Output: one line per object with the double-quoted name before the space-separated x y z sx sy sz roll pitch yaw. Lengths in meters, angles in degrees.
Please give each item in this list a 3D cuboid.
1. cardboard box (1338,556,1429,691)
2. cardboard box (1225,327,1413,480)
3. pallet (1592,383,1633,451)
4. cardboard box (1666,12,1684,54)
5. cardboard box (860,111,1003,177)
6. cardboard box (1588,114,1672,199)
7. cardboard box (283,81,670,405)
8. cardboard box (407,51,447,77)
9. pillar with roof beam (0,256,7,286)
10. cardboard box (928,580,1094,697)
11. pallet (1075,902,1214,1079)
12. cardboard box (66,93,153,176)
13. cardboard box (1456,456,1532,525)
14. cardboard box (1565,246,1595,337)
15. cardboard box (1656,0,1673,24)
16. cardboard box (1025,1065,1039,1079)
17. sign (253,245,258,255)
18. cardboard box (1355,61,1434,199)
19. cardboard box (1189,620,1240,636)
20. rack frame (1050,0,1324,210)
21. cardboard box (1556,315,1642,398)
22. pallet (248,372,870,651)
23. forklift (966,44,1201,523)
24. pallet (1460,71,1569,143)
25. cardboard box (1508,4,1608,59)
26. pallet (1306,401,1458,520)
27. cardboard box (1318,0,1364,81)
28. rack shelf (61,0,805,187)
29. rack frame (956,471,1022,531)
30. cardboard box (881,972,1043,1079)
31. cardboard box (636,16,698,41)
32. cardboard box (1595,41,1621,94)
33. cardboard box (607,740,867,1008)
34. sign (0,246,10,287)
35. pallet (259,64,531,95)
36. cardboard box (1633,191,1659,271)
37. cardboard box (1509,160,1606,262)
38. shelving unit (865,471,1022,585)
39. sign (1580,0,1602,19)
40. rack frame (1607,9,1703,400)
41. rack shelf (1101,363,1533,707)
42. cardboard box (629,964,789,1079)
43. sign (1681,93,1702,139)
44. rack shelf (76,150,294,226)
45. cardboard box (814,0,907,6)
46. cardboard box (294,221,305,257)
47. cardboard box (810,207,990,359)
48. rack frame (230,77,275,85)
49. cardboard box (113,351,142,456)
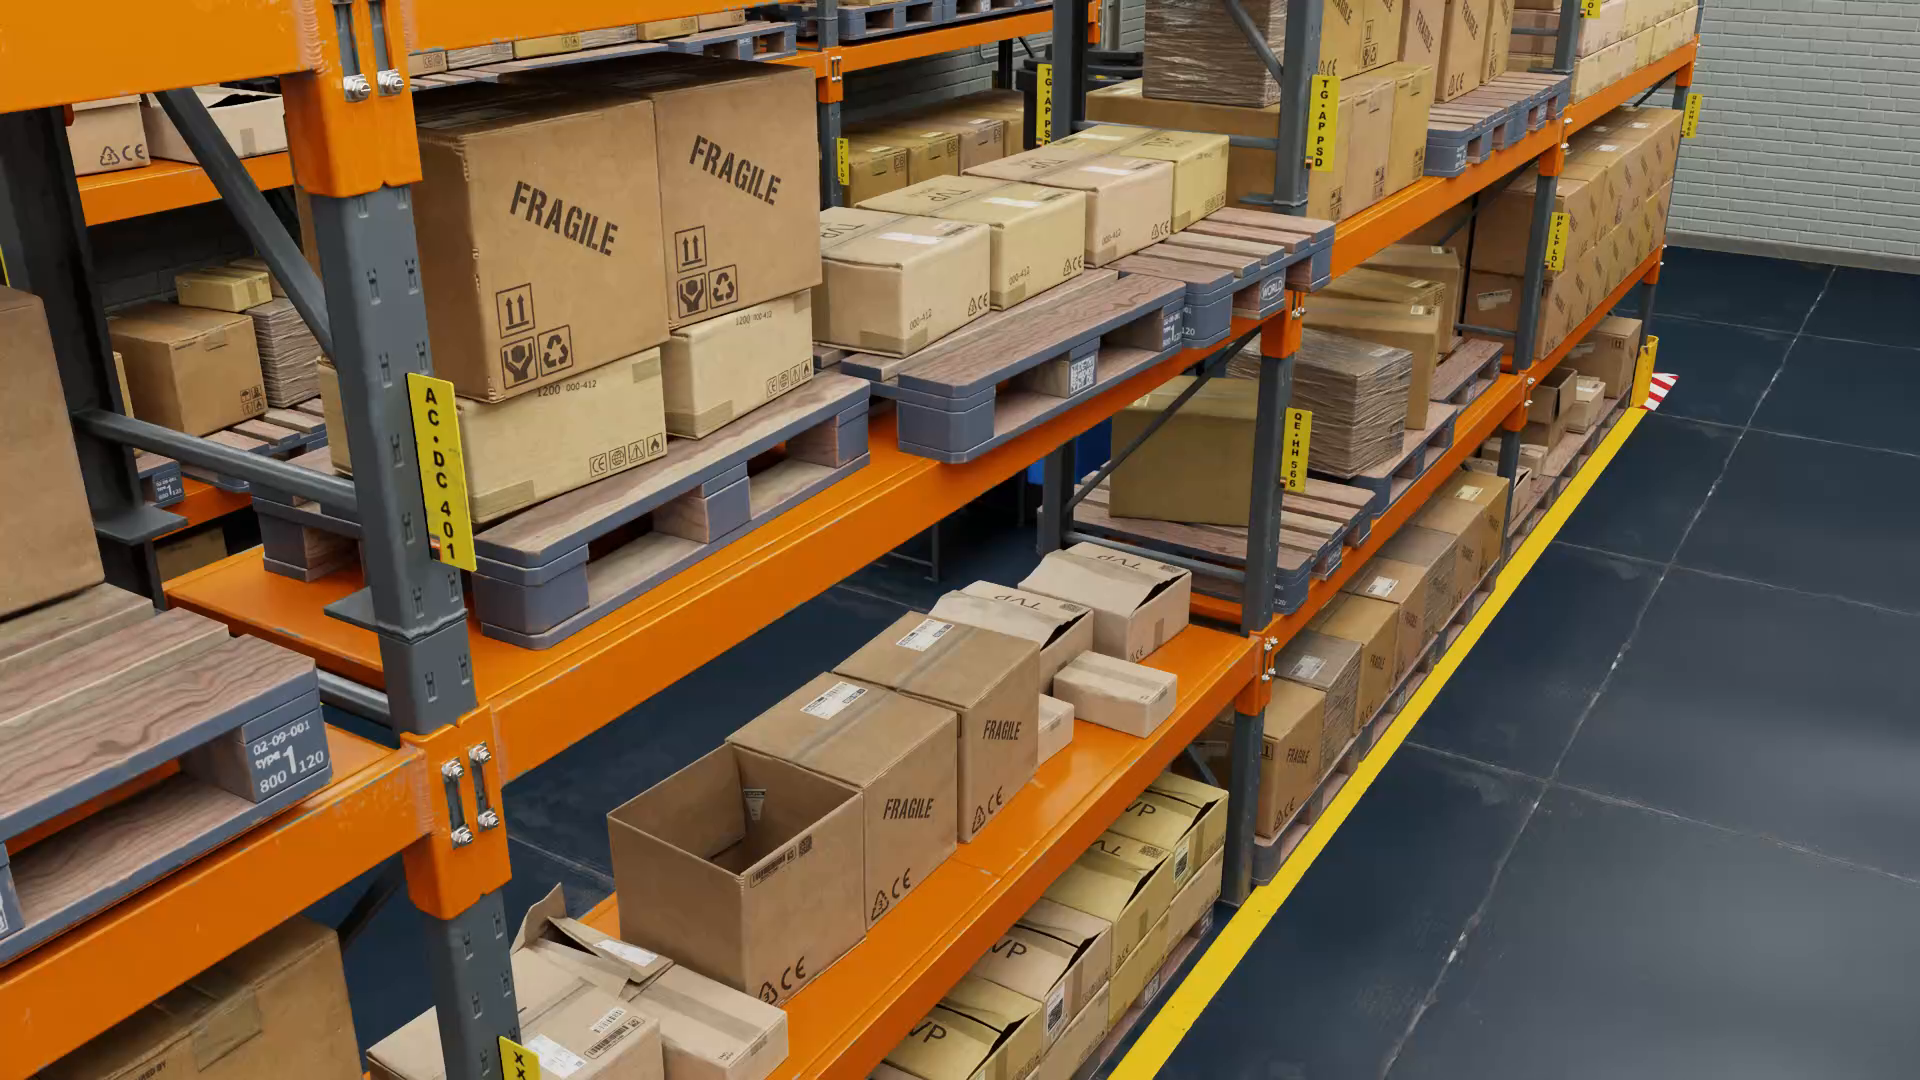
"cardboard box" 2.093 0.405 8.631 0.500 0.500 0.500 13 27 27
"cardboard box" 1.680 -0.666 7.859 0.700 0.500 0.500 20 31 39
"pallet" 4.559 -1.048 12.906 1.003 0.211 1.213 14 27 29
"cardboard box" 4.698 -3.536 11.555 0.500 0.250 0.500 14 27 29
"cardboard box" -0.237 -3.120 13.804 0.980 0.700 0.700 12 26 26
"cardboard box" 4.752 -2.749 11.941 0.500 0.500 0.500 15 27 30
"cardboard box" -0.953 -0.617 3.341 0.500 0.500 0.500 14 27 30
"cardboard box" -3.210 -2.757 8.887 0.700 0.500 0.500 12 26 25
"pillar with roof beam" -1.175 -2.553 5.321 9.100 9.000 0.400 14 27 29
"cardboard box" 0.162 0.379 6.211 0.500 0.311 0.500 14 27 28
"pallet" 0.331 1.626 6.727 1.003 0.211 1.213 14 27 29
"cardboard box" -4.174 -1.975 7.605 0.797 0.503 0.637 18 29 36
"cardboard box" 3.314 -0.337 10.584 0.500 0.311 0.500 14 27 29
"cardboard box" 3.676 -1.607 10.561 0.500 0.500 0.500 14 27 30
"cardboard box" 4.434 -3.597 11.066 0.500 0.250 0.500 14 27 29
"cardboard box" -0.077 1.893 5.534 0.500 0.250 0.500 14 27 30
"sign" -3.885 -1.606 9.228 0.100 0.325 0.005 14 27 29
"cardboard box" 1.543 -1.847 7.340 0.910 0.500 0.500 14 27 29
"cardboard box" 1.119 0.293 7.945 0.500 0.250 0.500 15 28 31
"rack frame" 0.799 -2.676 5.605 1.000 3.000 0.127 14 27 29
"cardboard box" 4.941 -1.443 12.900 0.500 0.500 0.500 14 27 29
"pallet" -0.857 -0.162 3.814 0.805 0.209 1.217 13 26 27
"forklift" 1.124 -1.946 11.556 1.130 2.935 3.031 16 28 32
"pallet" 2.505 -2.358 8.882 1.213 0.211 1.003 14 27 29
"cardboard box" 3.376 -2.922 9.508 0.500 0.250 0.500 14 27 29
"pallet" 1.820 -0.492 8.353 1.003 0.211 1.213 14 27 29
"cardboard box" 1.303 -2.122 6.717 0.500 0.500 0.500 14 27 29
"rack shelf" -0.256 -1.487 4.268 1.077 0.370 4.000 14 27 29
"rack frame" 0.188 -0.806 10.724 0.500 1.500 0.032 15 28 31
"cardboard box" -0.072 1.632 5.430 0.500 0.311 0.500 15 27 30
"cardboard box" -2.098 -3.459 10.509 0.700 0.500 0.500 13 27 28
"cardboard box" 3.642 -2.861 9.996 0.500 0.250 0.500 14 27 29
"cardboard box" -0.615 0.948 4.660 0.500 0.500 0.500 16 28 33
"sign" -1.778 -0.442 3.172 0.100 0.325 0.005 14 27 29
"pallet" -3.117 -2.478 9.161 1.213 0.211 1.003 15 28 31
"cardboard box" 4.743 -2.285 12.127 0.500 0.500 0.500 14 27 29
"cardboard box" 3.668 -2.052 10.330 0.500 0.500 0.500 13 27 27
"shelving unit" -0.100 -0.639 10.339 0.538 1.500 1.048 15 28 31
"sign" 3.382 -2.953 8.872 0.100 0.325 0.005 14 27 29
"rack frame" 5.018 -2.623 13.034 1.000 3.000 0.127 14 27 29
"rack shelf" 1.854 -0.268 8.499 1.077 0.370 4.000 14 27 29
"cardboard box" -0.670 1.286 4.320 0.380 0.149 0.250 14 27 29
"sign" 5.479 -3.176 12.456 0.100 0.325 0.005 14 27 29
"rack shelf" -4.467 -1.331 7.179 1.077 0.370 4.000 14 27 29
"cardboard box" -0.713 -4.034 12.052 0.500 0.250 0.500 14 27 29
"cardboard box" -3.393 -1.703 9.439 0.500 0.250 0.500 15 27 30
"cardboard box" -0.251 -0.706 4.489 0.500 0.250 0.500 11 26 25
"rack frame" -3.412 -3.713 8.000 1.000 3.000 0.127 14 27 29
"cardboard box" -4.290 -0.622 7.731 0.700 0.500 0.500 14 27 29
